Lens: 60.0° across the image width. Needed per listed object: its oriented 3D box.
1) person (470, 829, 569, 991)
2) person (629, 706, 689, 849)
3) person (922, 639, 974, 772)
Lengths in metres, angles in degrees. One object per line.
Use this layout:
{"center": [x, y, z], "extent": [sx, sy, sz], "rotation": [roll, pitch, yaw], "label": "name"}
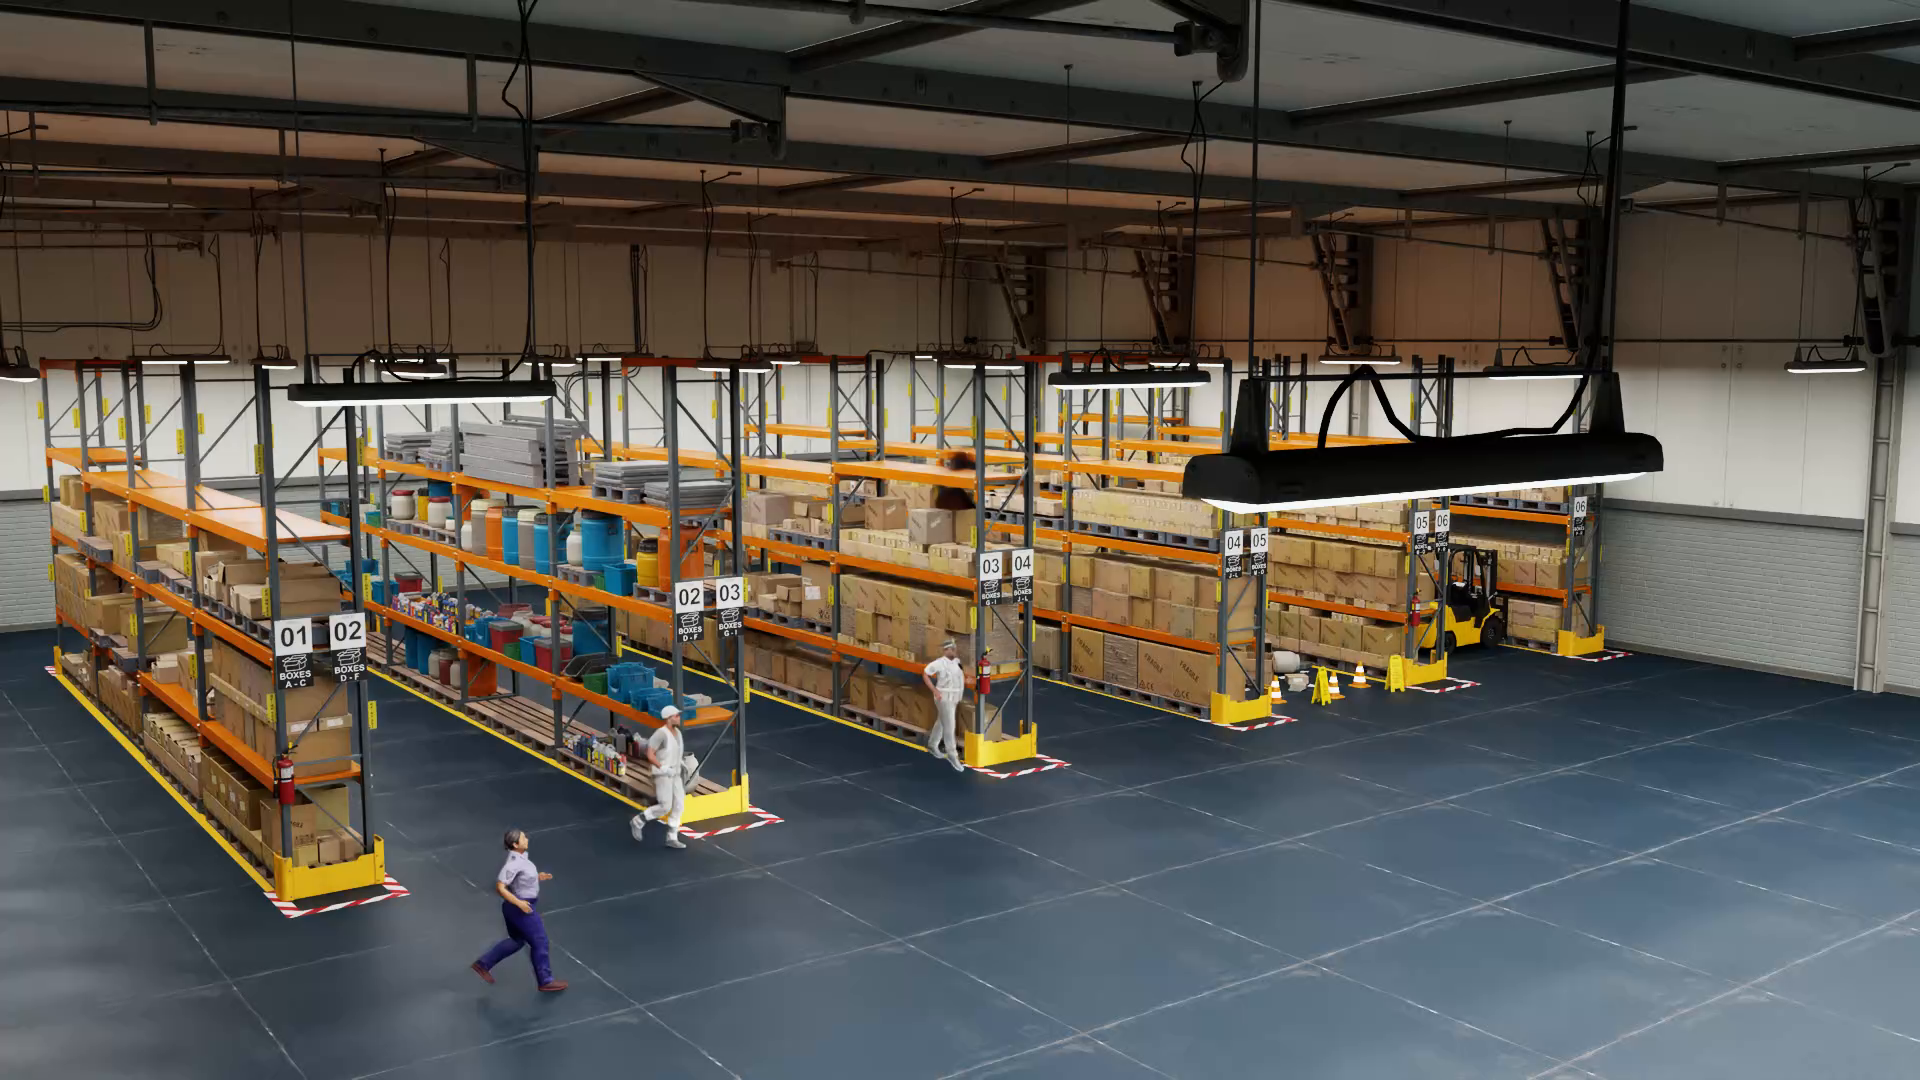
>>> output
{"center": [-4.279, 3.586, 16.100], "extent": [0.913, 1.623, 0.615], "rotation": [-2, 7, -19], "label": "person"}
{"center": [-3.713, 2.958, 20.973], "extent": [0.757, 1.740, 0.710], "rotation": [3, 7, 20], "label": "person"}
{"center": [-0.165, 2.346, 23.940], "extent": [0.784, 1.893, 0.642], "rotation": [4, 8, 29], "label": "person"}
